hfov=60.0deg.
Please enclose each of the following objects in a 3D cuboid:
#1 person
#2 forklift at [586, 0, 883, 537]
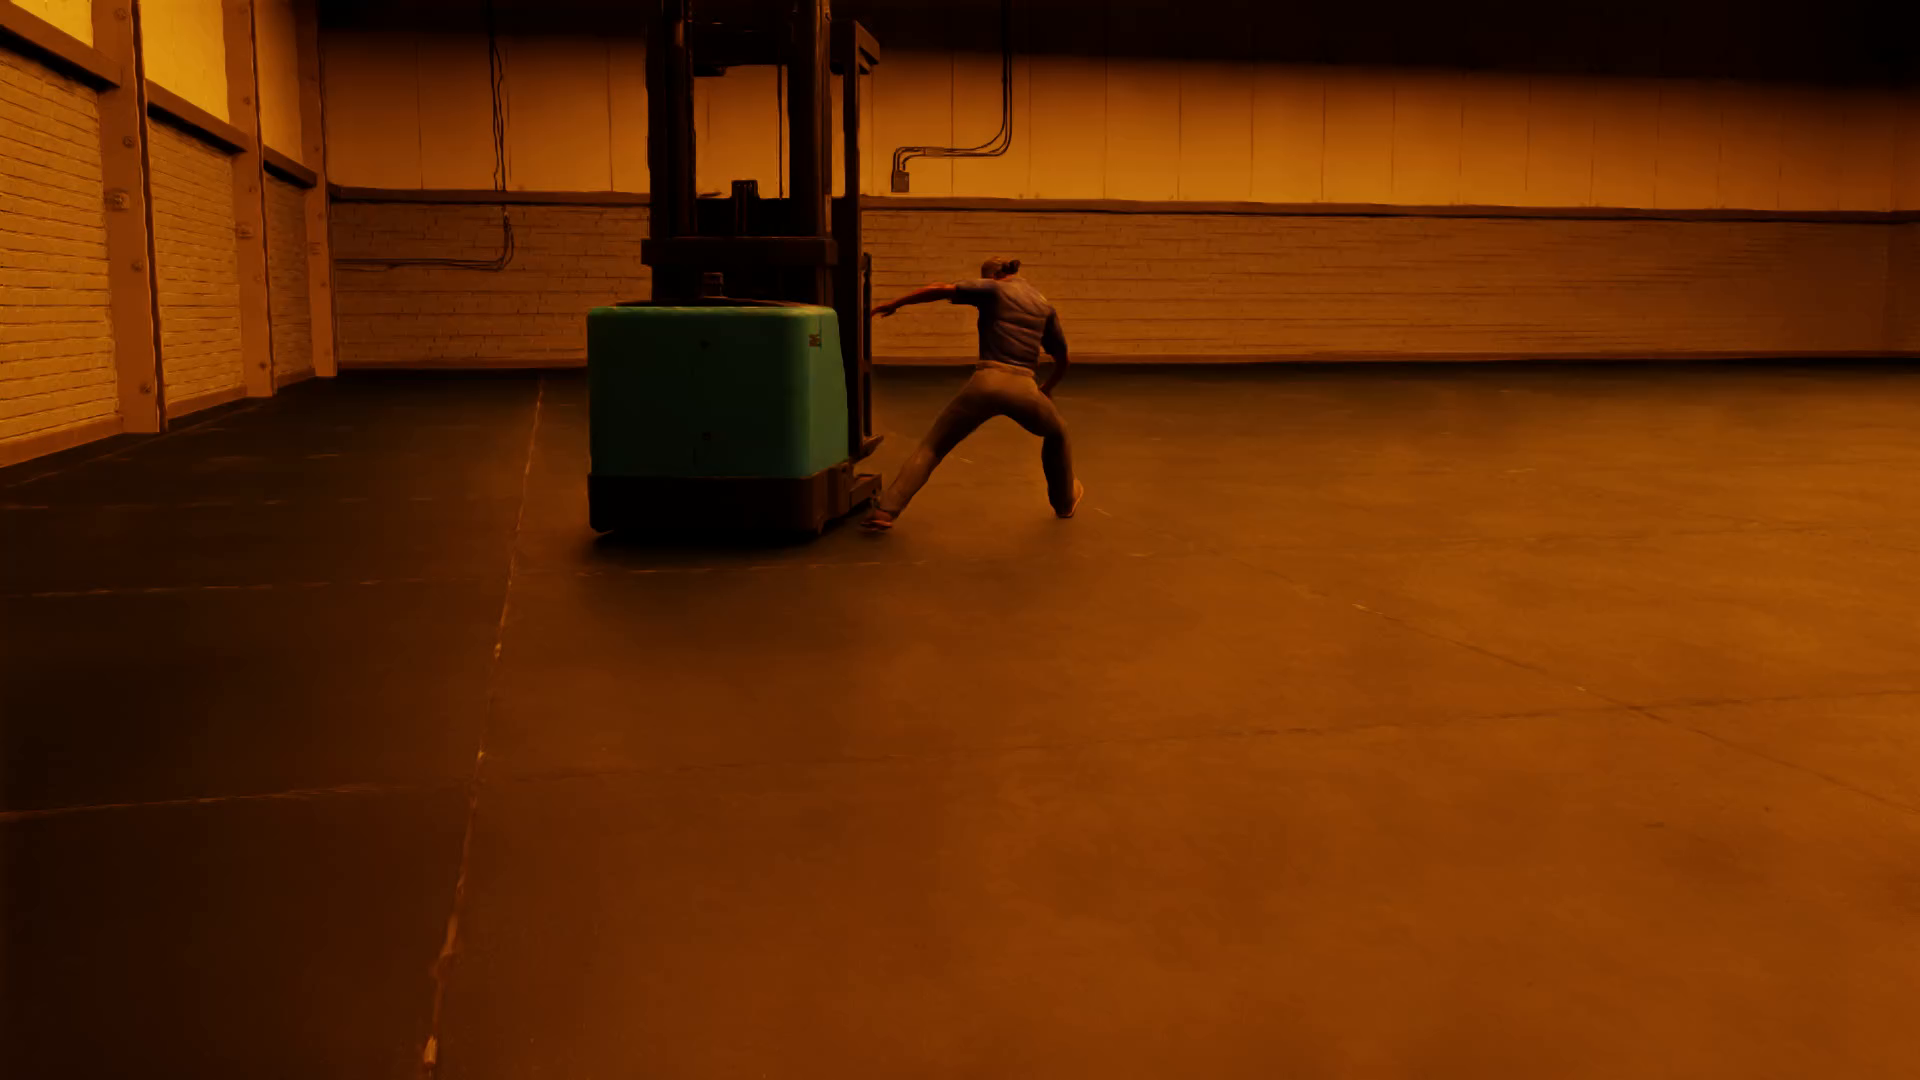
[{"bbox_3d":[0.103,-0.723,8.162,1.269,1.324,0.767,-2,8,-14],"label":"person"},{"bbox_3d":[-1.025,-1.634,8.807,1.130,2.935,3.031,1,8,6],"label":"forklift"}]
